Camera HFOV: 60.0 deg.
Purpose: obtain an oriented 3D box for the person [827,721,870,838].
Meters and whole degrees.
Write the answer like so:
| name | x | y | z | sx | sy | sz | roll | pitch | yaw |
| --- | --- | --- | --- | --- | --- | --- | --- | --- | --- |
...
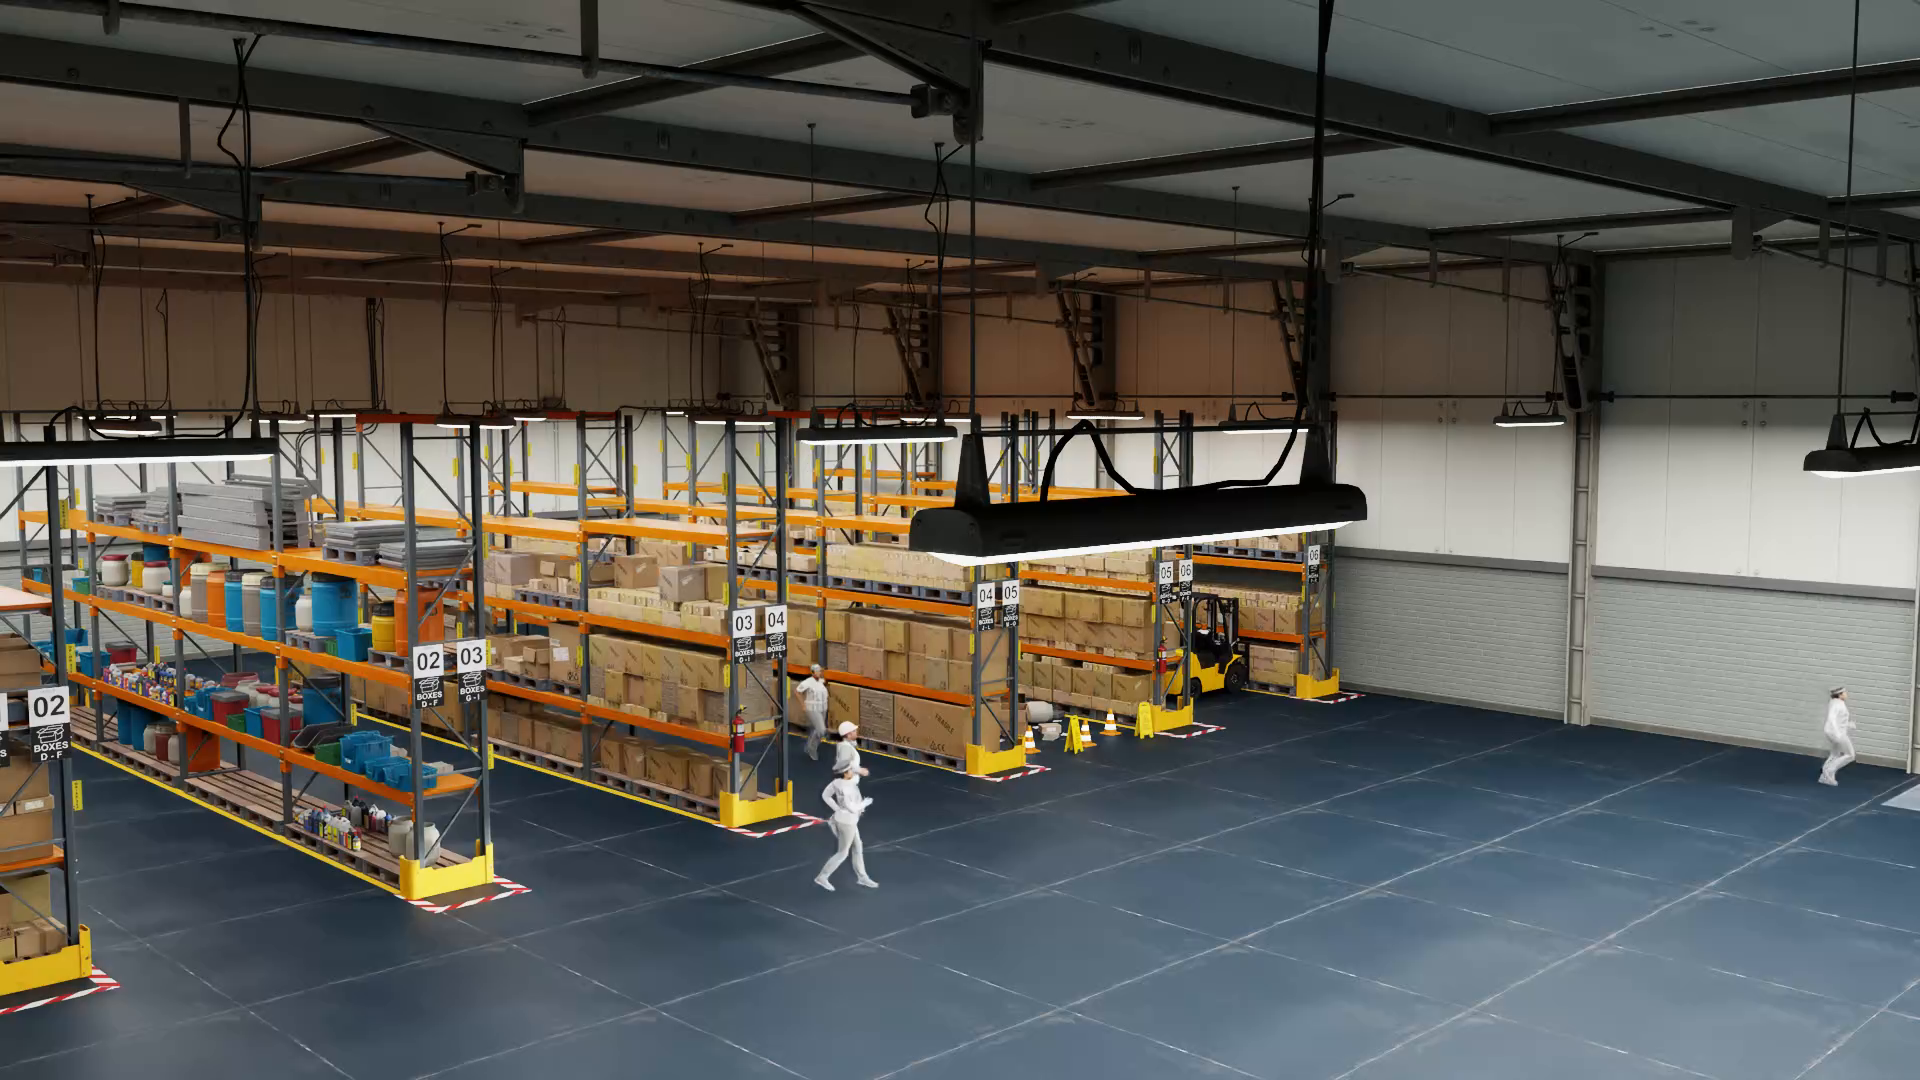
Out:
| name | x | y | z | sx | sy | sz | roll | pitch | yaw |
| --- | --- | --- | --- | --- | --- | --- | --- | --- | --- |
| person | -1.585 | 3.430 | 23.607 | 0.621 | 1.718 | 0.699 | 0 | 5 | -3 |

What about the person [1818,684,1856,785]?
| name | x | y | z | sx | sy | sz | roll | pitch | yaw |
| --- | --- | --- | --- | --- | --- | --- | --- | --- | --- |
| person | 14.287 | 3.155 | 27.017 | 0.567 | 1.657 | 0.623 | 1 | 5 | 11 |

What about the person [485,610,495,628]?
| name | x | y | z | sx | sy | sz | roll | pitch | yaw |
| --- | --- | --- | --- | --- | --- | --- | --- | --- | --- |
| person | -10.720 | 2.224 | 37.073 | 0.694 | 1.806 | 0.828 | -4 | 6 | -39 |

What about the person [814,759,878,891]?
| name | x | y | z | sx | sy | sz | roll | pitch | yaw |
| --- | --- | --- | --- | --- | --- | --- | --- | --- | --- |
| person | -1.444 | 3.621 | 21.130 | 0.852 | 1.708 | 0.605 | -1 | 5 | -16 |

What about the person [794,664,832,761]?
| name | x | y | z | sx | sy | sz | roll | pitch | yaw |
| --- | --- | --- | --- | --- | --- | --- | --- | --- | --- |
| person | -2.496 | 2.997 | 28.944 | 0.682 | 1.679 | 0.577 | 4 | 6 | 37 |
